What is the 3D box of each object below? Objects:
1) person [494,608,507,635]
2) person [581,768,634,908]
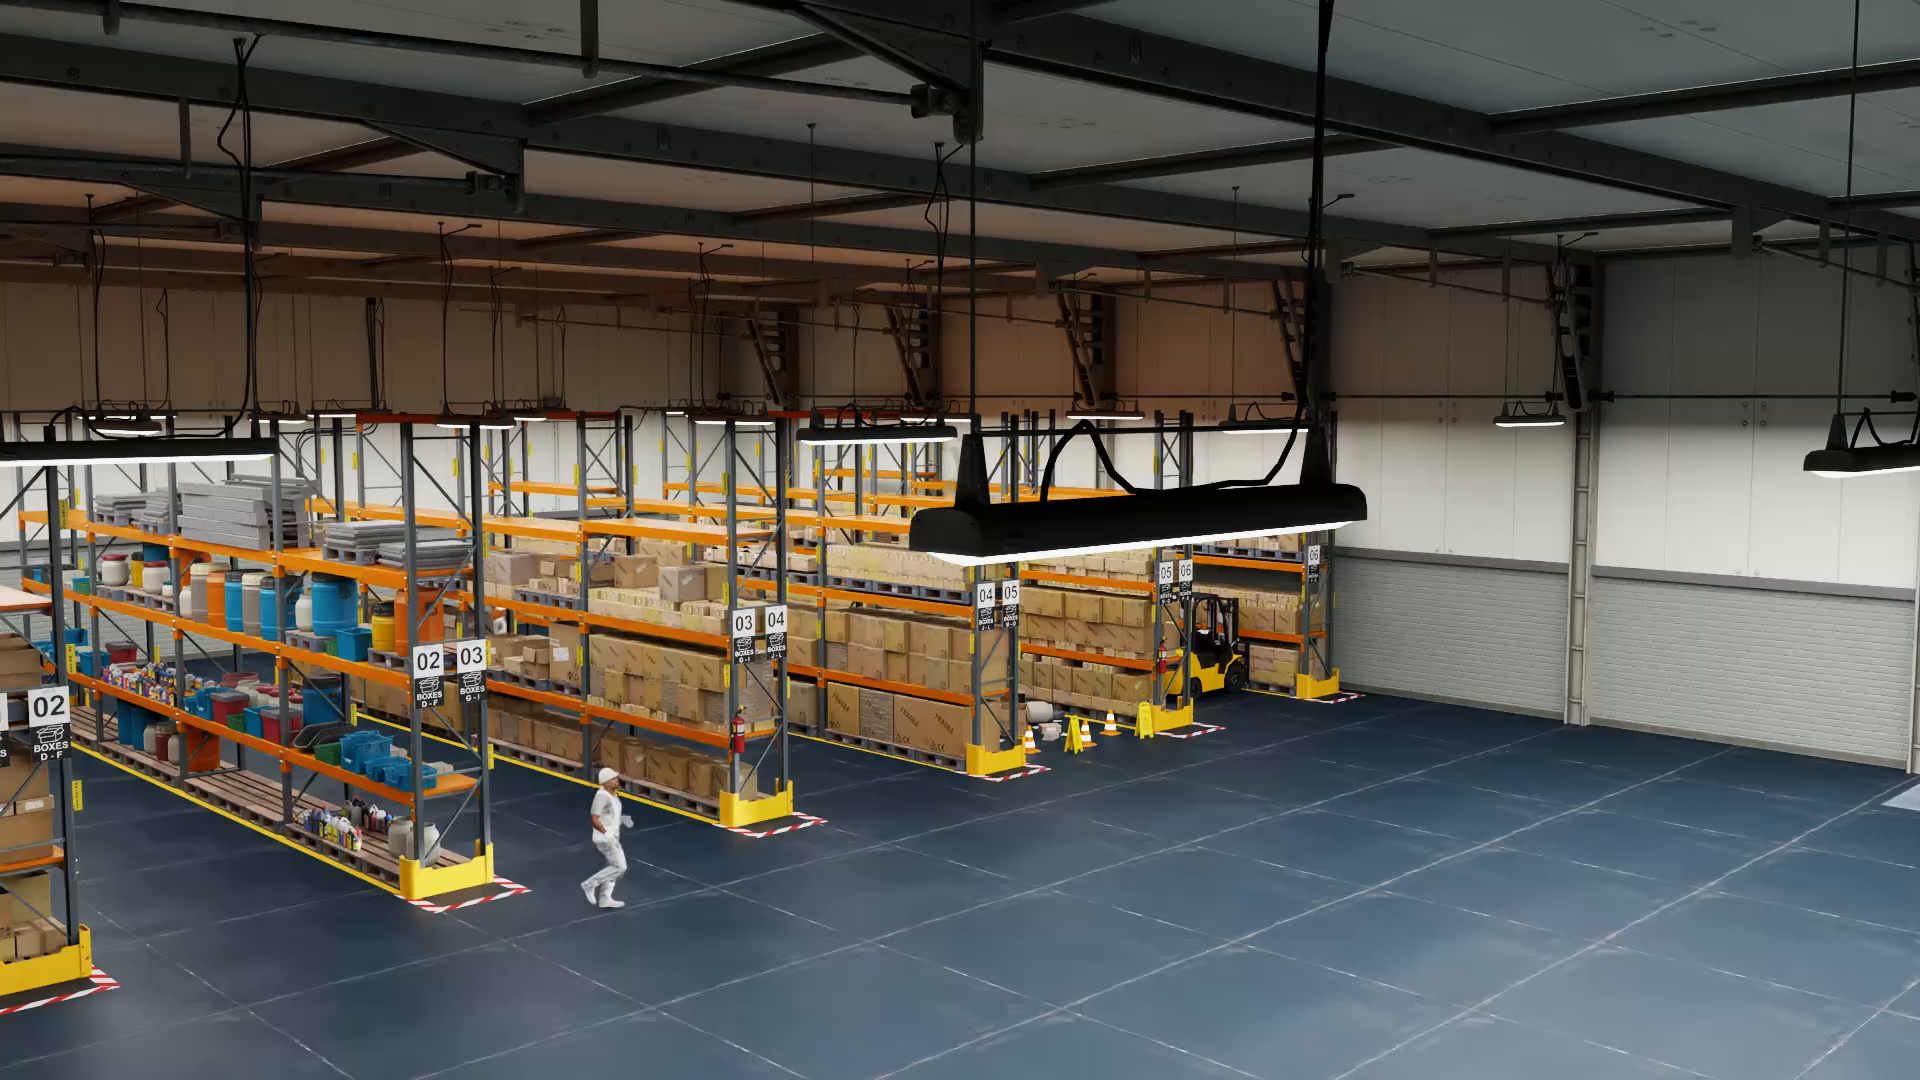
[{"bbox_3d":[-9.902,2.300,36.372,0.638,1.835,0.777,-5,7,-43],"label":"person"},{"bbox_3d":[-4.366,3.678,20.578,0.637,1.749,0.671,-1,5,-9],"label":"person"}]
